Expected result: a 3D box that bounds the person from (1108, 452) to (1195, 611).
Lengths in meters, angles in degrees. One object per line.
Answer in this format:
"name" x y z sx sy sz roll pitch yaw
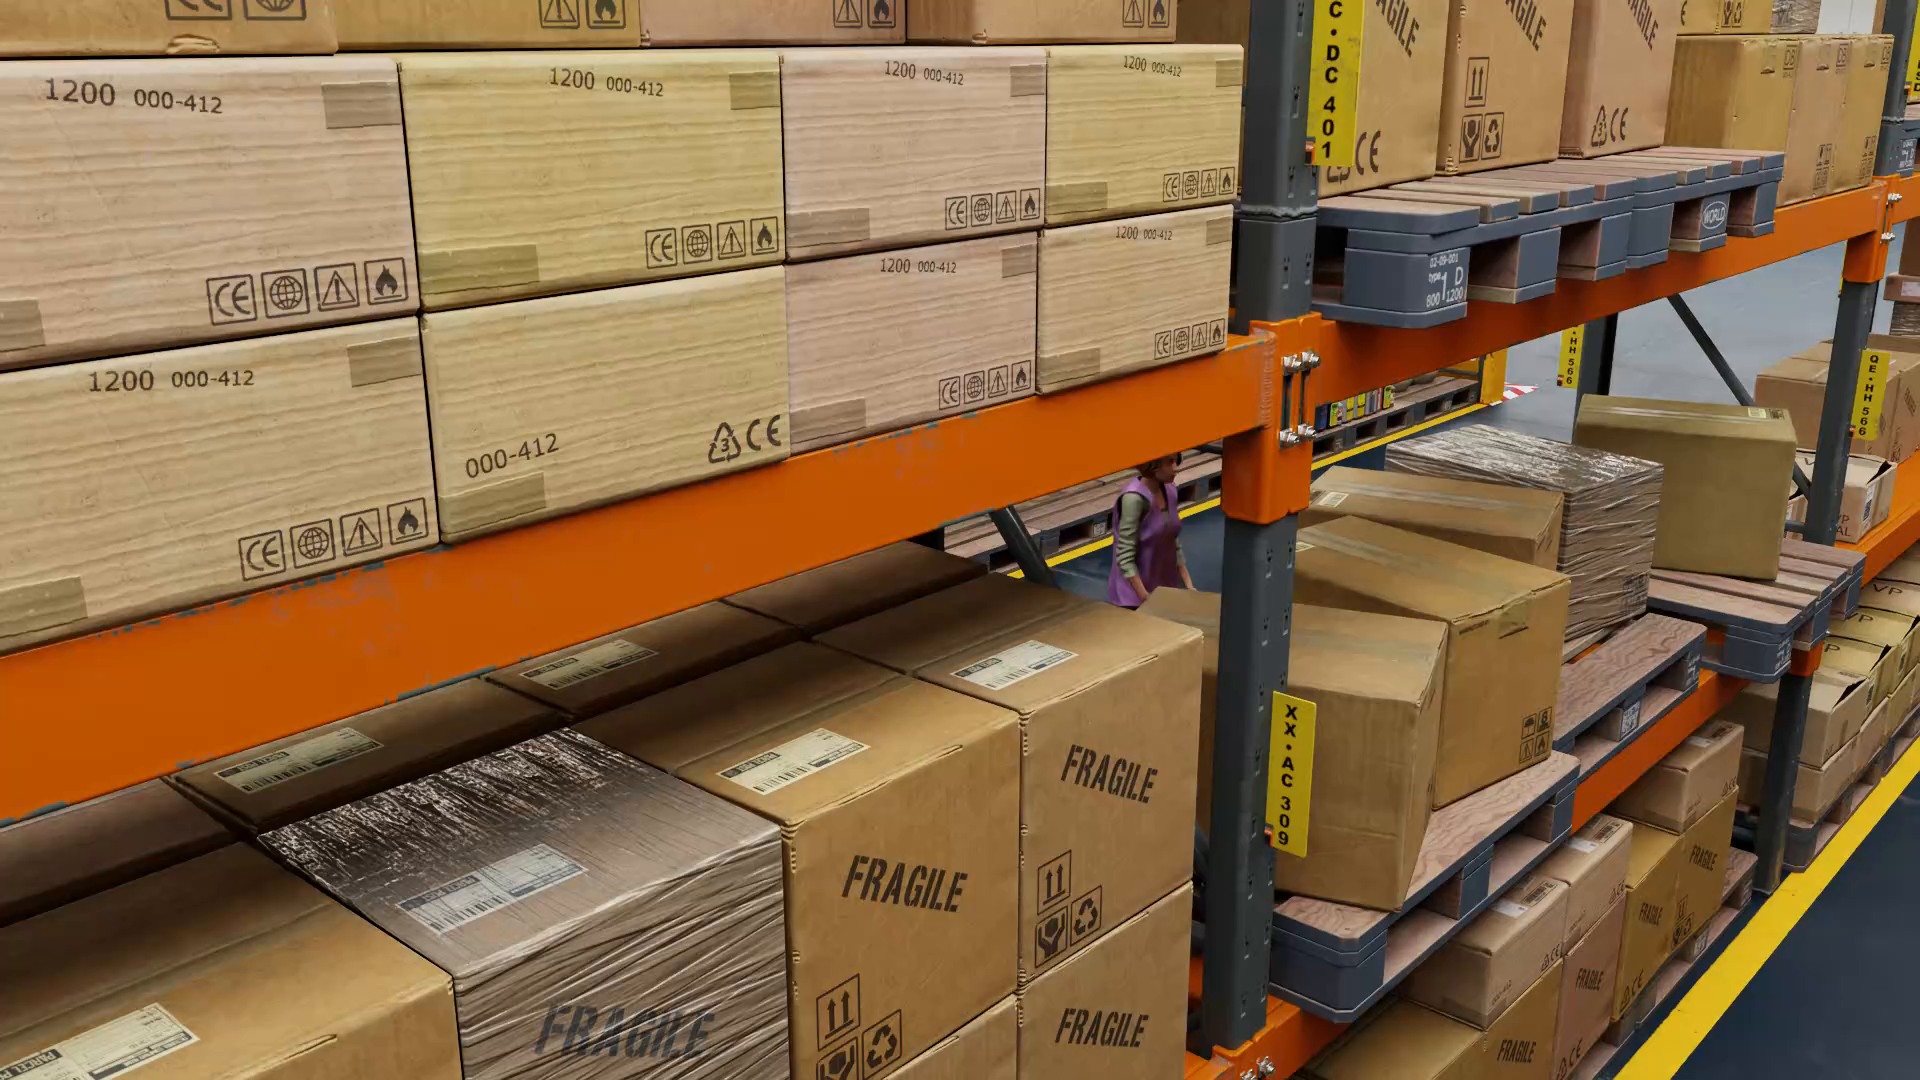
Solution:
"person" 0.874 0.281 7.644 0.359 1.601 0.446 14 22 38
